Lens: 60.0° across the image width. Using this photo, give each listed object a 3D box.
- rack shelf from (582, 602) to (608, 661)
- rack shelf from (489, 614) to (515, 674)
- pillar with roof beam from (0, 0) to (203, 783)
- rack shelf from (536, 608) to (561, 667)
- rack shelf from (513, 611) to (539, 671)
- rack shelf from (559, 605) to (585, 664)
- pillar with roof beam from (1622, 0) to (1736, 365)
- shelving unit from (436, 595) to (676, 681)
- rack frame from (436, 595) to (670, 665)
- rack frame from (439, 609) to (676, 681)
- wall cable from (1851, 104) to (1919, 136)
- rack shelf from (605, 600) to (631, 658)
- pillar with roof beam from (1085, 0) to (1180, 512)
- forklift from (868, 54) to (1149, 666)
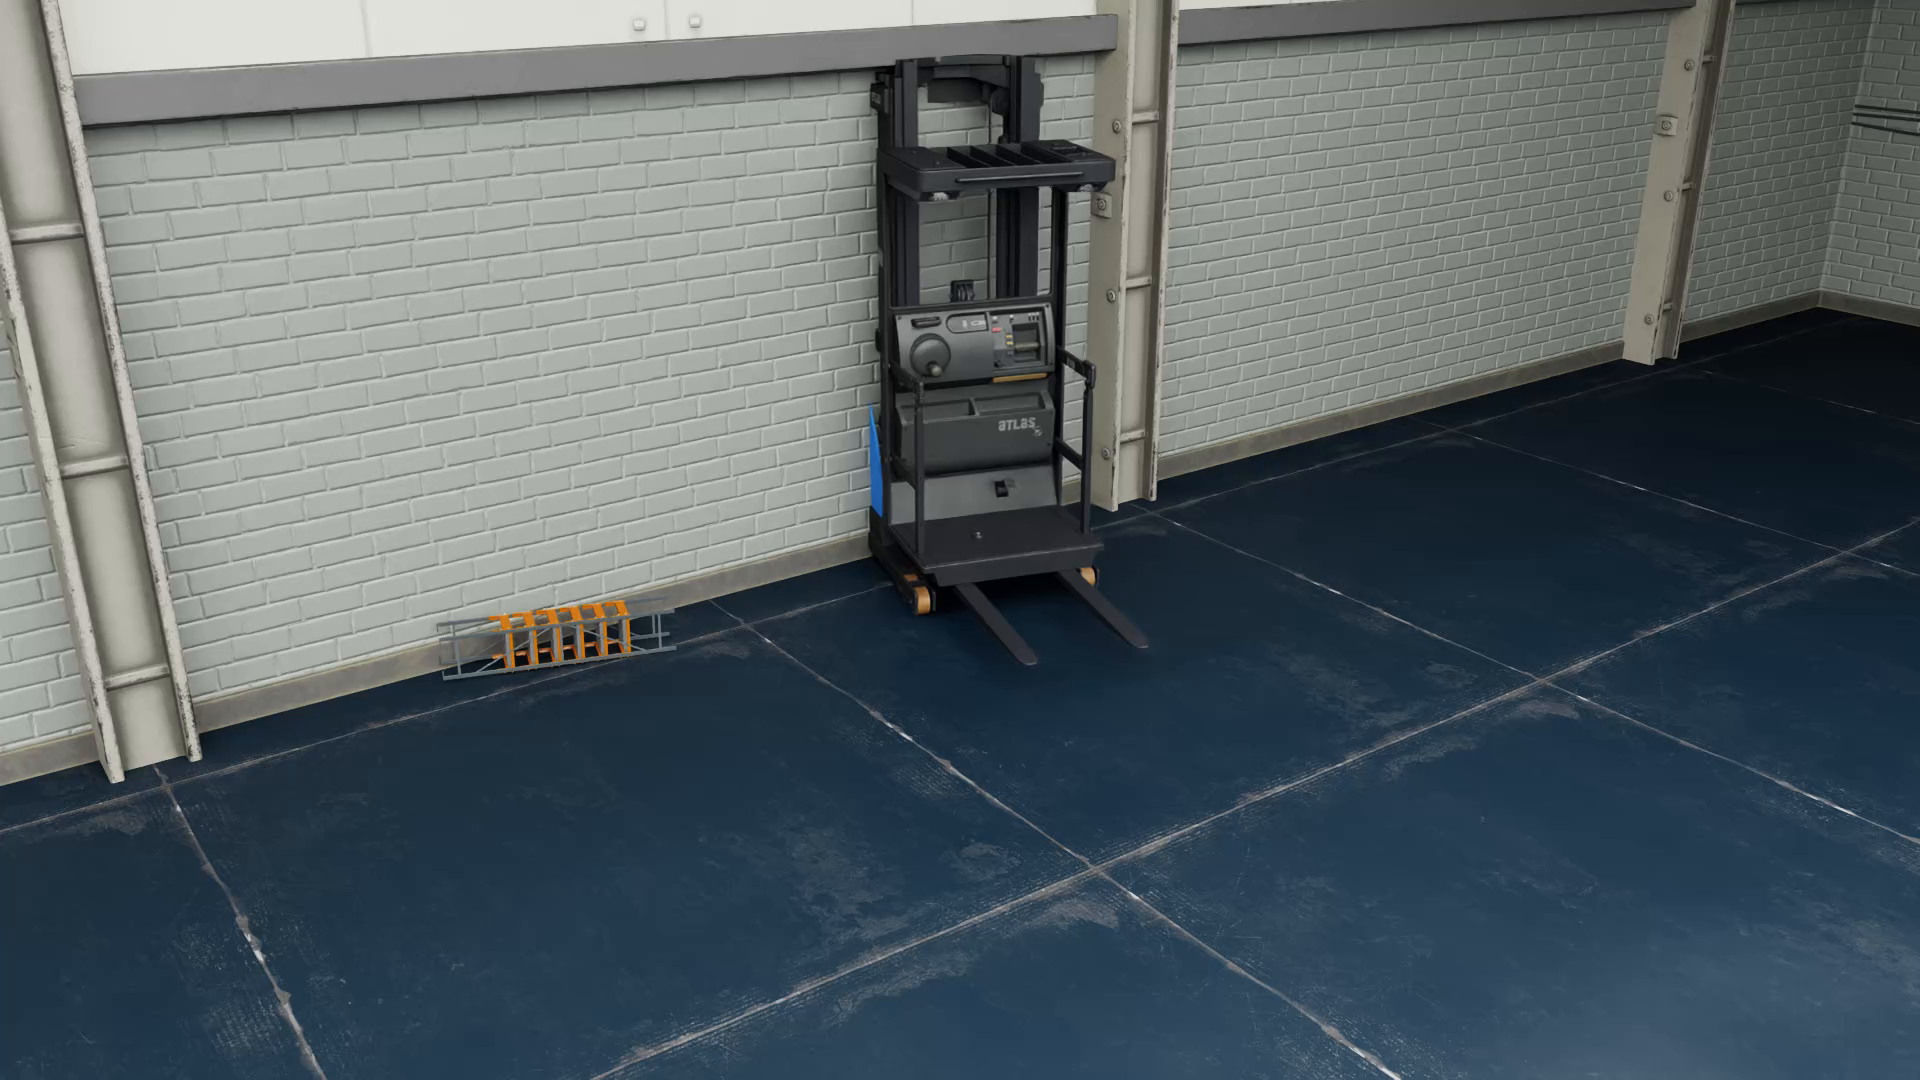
[{"bbox_3d":[-1.929,0.487,8.811,0.103,0.258,0.180,-7,24,-19],"label":"rack shelf"},{"bbox_3d":[-2.379,0.540,8.652,0.103,0.258,0.180,-7,24,-19],"label":"rack shelf"},{"bbox_3d":[-1.295,-1.859,2.914,0.400,9.000,9.100,-15,26,-33],"label":"pillar with roof beam"},{"bbox_3d":[-2.154,0.513,8.731,0.103,0.258,0.180,-7,24,-19],"label":"rack shelf"},{"bbox_3d":[-2.266,0.526,8.692,0.103,0.258,0.180,-7,24,-19],"label":"rack shelf"},{"bbox_3d":[-2.041,0.500,8.771,0.103,0.258,0.180,-7,24,-19],"label":"rack shelf"},{"bbox_3d":[8.446,-4.457,9.423,0.400,9.000,9.100,-15,26,-33],"label":"pillar with roof beam"},{"bbox_3d":[-2.112,0.509,8.746,1.200,0.258,0.189,-7,24,-19],"label":"shelving unit"},{"bbox_3d":[-2.144,0.475,8.825,1.200,0.240,0.006,-7,24,-19],"label":"rack frame"},{"bbox_3d":[-2.080,0.542,8.667,1.200,0.240,0.006,-7,24,-19],"label":"rack frame"},{"bbox_3d":[9.096,-4.549,13.845,0.112,2.526,3.097,-15,26,-33],"label":"wall cable"},{"bbox_3d":[-1.816,0.474,8.850,0.103,0.258,0.180,-7,24,-19],"label":"rack shelf"},{"bbox_3d":[3.576,-3.158,6.168,0.400,9.000,9.100,-15,26,-33],"label":"pillar with roof beam"},{"bbox_3d":[0.160,-1.106,9.214,1.130,2.935,3.031,-7,23,-17],"label":"forklift"}]
